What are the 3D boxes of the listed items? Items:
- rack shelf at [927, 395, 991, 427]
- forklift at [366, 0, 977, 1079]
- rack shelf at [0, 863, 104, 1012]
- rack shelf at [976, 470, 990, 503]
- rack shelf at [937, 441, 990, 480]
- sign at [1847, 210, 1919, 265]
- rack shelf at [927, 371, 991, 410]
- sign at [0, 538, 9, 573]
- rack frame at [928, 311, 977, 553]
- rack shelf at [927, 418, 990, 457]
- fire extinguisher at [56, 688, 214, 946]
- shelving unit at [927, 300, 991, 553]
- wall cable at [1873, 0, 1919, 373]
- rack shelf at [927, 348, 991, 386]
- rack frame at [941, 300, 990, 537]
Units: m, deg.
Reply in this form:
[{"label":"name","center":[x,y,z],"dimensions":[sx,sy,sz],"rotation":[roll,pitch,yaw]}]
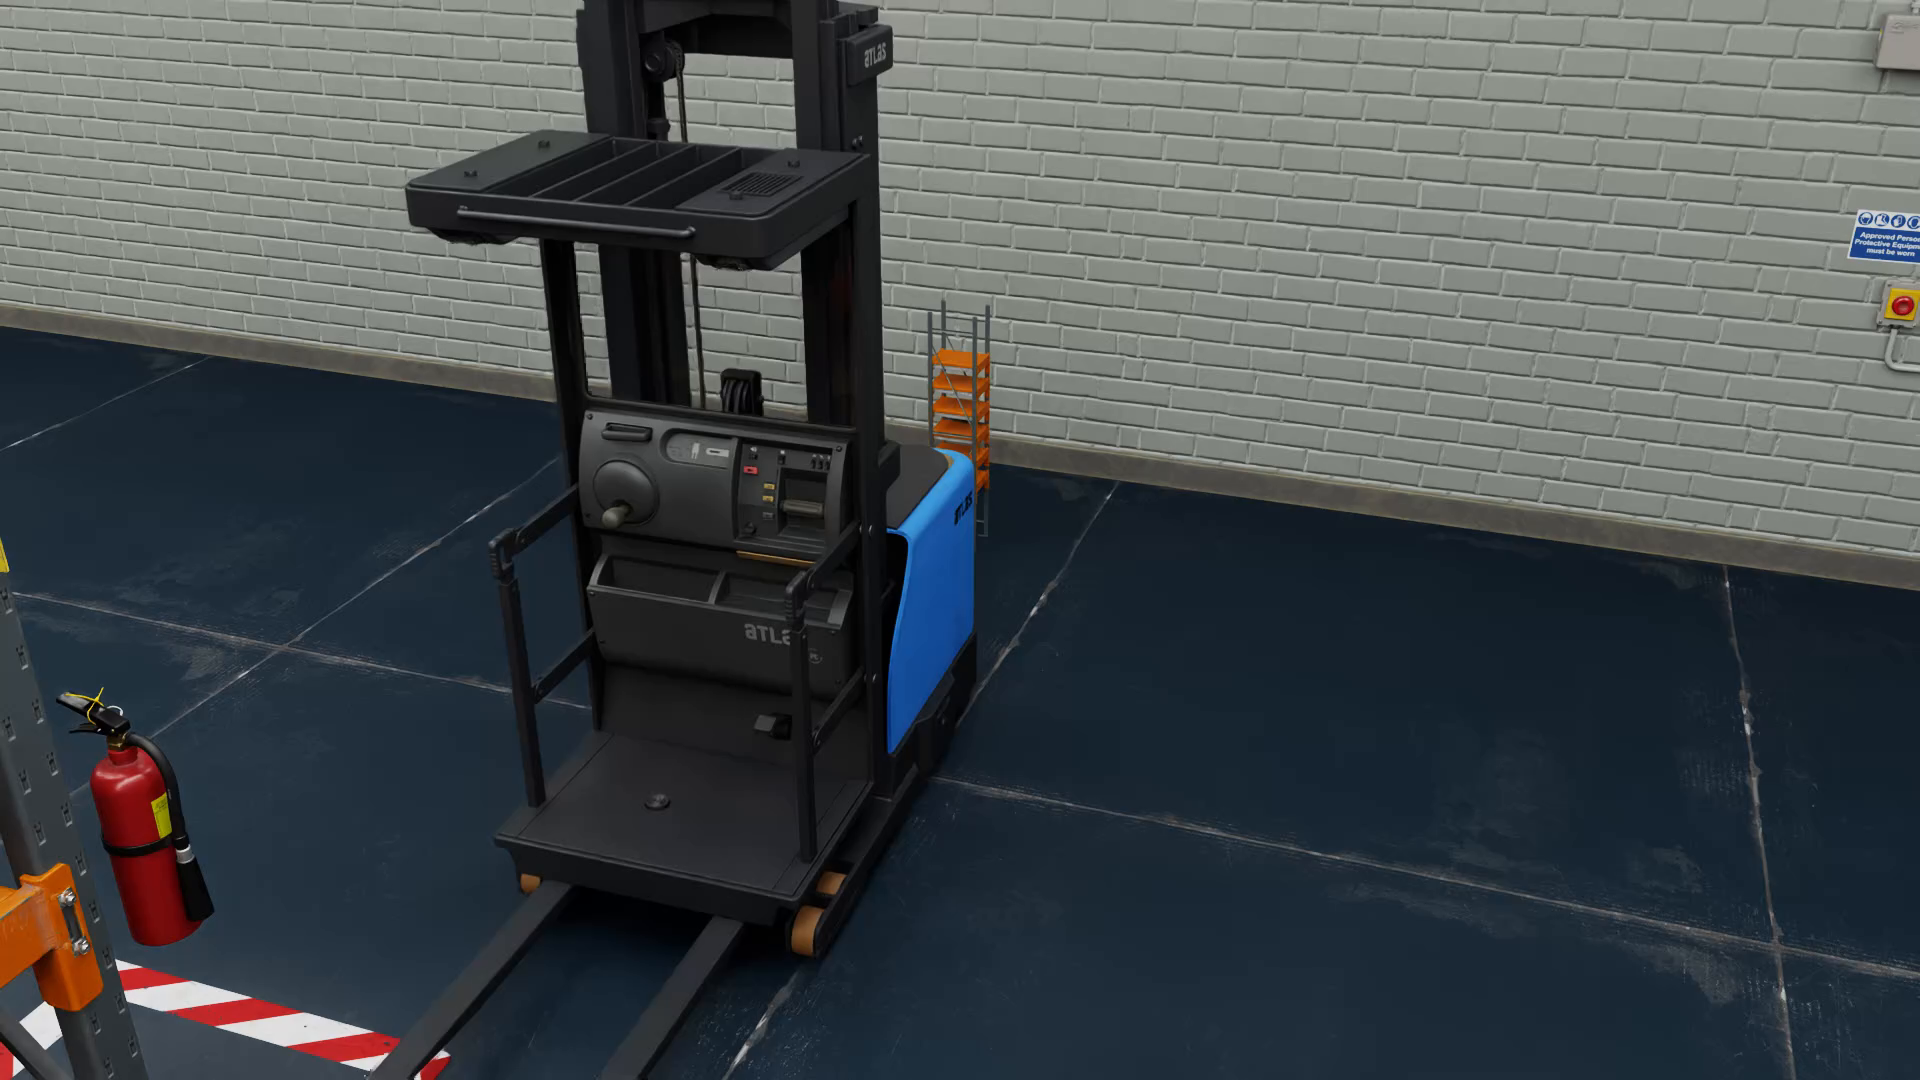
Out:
[{"label":"rack shelf","center":[-0.005,-0.602,7.943],"dimensions":[0.258,0.103,0.180],"rotation":[9,27,17]},{"label":"forklift","center":[-0.871,-0.153,5.203],"dimensions":[1.130,2.935,3.031],"rotation":[8,27,16]},{"label":"rack shelf","center":[-3.148,1.633,2.262],"dimensions":[1.077,0.370,4.000],"rotation":[9,27,17]},{"label":"rack shelf","center":[-0.005,-0.278,8.100],"dimensions":[0.258,0.103,0.180],"rotation":[9,27,17]},{"label":"rack shelf","center":[-0.005,-0.386,8.048],"dimensions":[0.258,0.103,0.180],"rotation":[9,27,17]},{"label":"sign","center":[4.049,-1.311,7.206],"dimensions":[0.327,0.218,0.001],"rotation":[9,27,17]},{"label":"rack shelf","center":[-0.005,-0.710,7.891],"dimensions":[0.258,0.103,0.180],"rotation":[9,27,17]},{"label":"sign","center":[-1.965,-0.088,3.298],"dimensions":[0.100,0.325,0.005],"rotation":[9,27,17]},{"label":"rack frame","center":[-0.035,-0.496,7.899],"dimensions":[0.240,1.200,0.006],"rotation":[9,27,17]},{"label":"rack shelf","center":[-0.005,-0.494,7.996],"dimensions":[0.258,0.103,0.180],"rotation":[9,27,17]},{"label":"fire extinguisher","center":[-1.963,0.653,3.976],"dimensions":[0.296,0.674,0.183],"rotation":[9,27,17]},{"label":"shelving unit","center":[-0.005,-0.534,7.976],"dimensions":[0.258,1.200,0.189],"rotation":[9,27,17]},{"label":"wall cable","center":[4.074,-1.629,6.970],"dimensions":[0.585,1.953,0.123],"rotation":[9,27,17]},{"label":"rack shelf","center":[-0.005,-0.818,7.839],"dimensions":[0.258,0.103,0.180],"rotation":[9,27,17]},{"label":"rack frame","center":[0.026,-0.572,8.054],"dimensions":[0.240,1.200,0.006],"rotation":[9,27,17]}]
